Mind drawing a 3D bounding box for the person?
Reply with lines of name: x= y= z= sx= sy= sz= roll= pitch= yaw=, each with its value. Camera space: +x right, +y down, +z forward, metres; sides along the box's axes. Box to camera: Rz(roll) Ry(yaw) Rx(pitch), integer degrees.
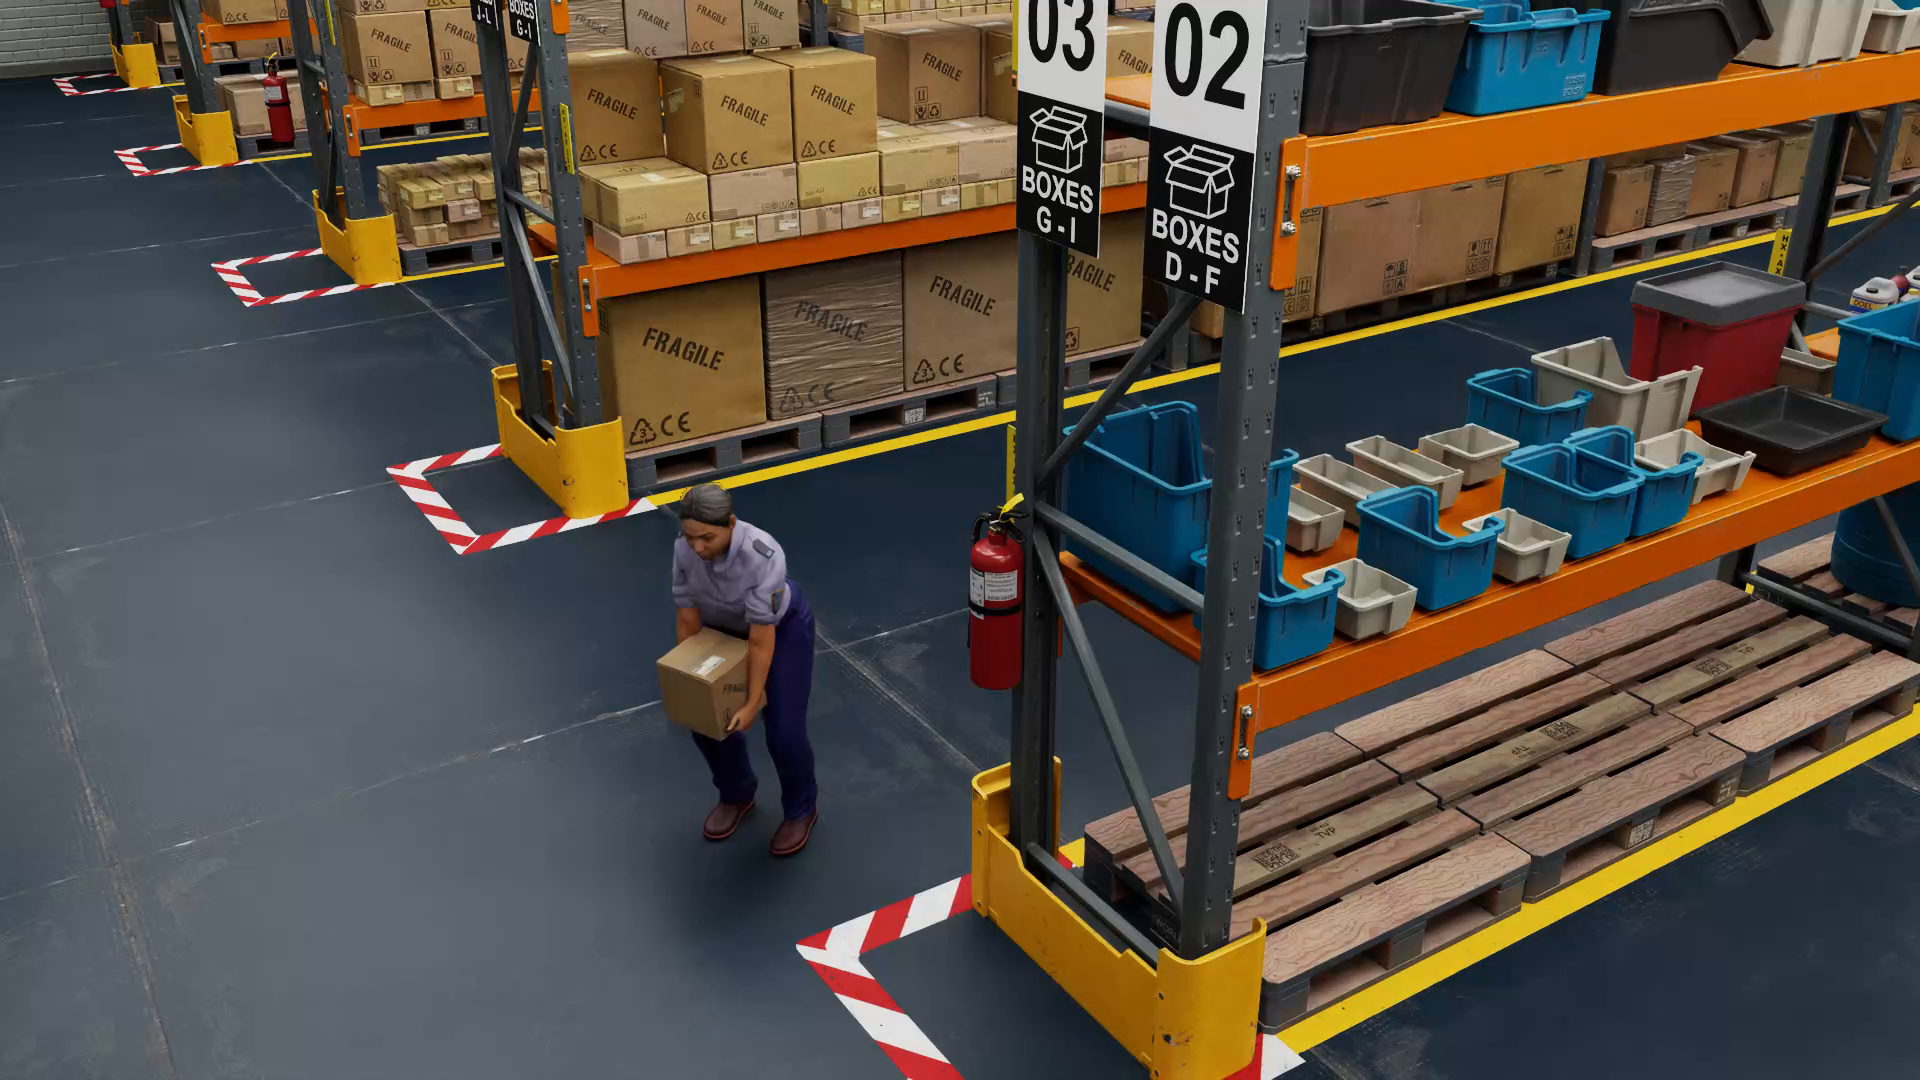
person: x=-0.773 y=0.428 z=5.866 sx=0.454 sy=1.531 sz=0.623 roll=9 pitch=27 yaw=19
